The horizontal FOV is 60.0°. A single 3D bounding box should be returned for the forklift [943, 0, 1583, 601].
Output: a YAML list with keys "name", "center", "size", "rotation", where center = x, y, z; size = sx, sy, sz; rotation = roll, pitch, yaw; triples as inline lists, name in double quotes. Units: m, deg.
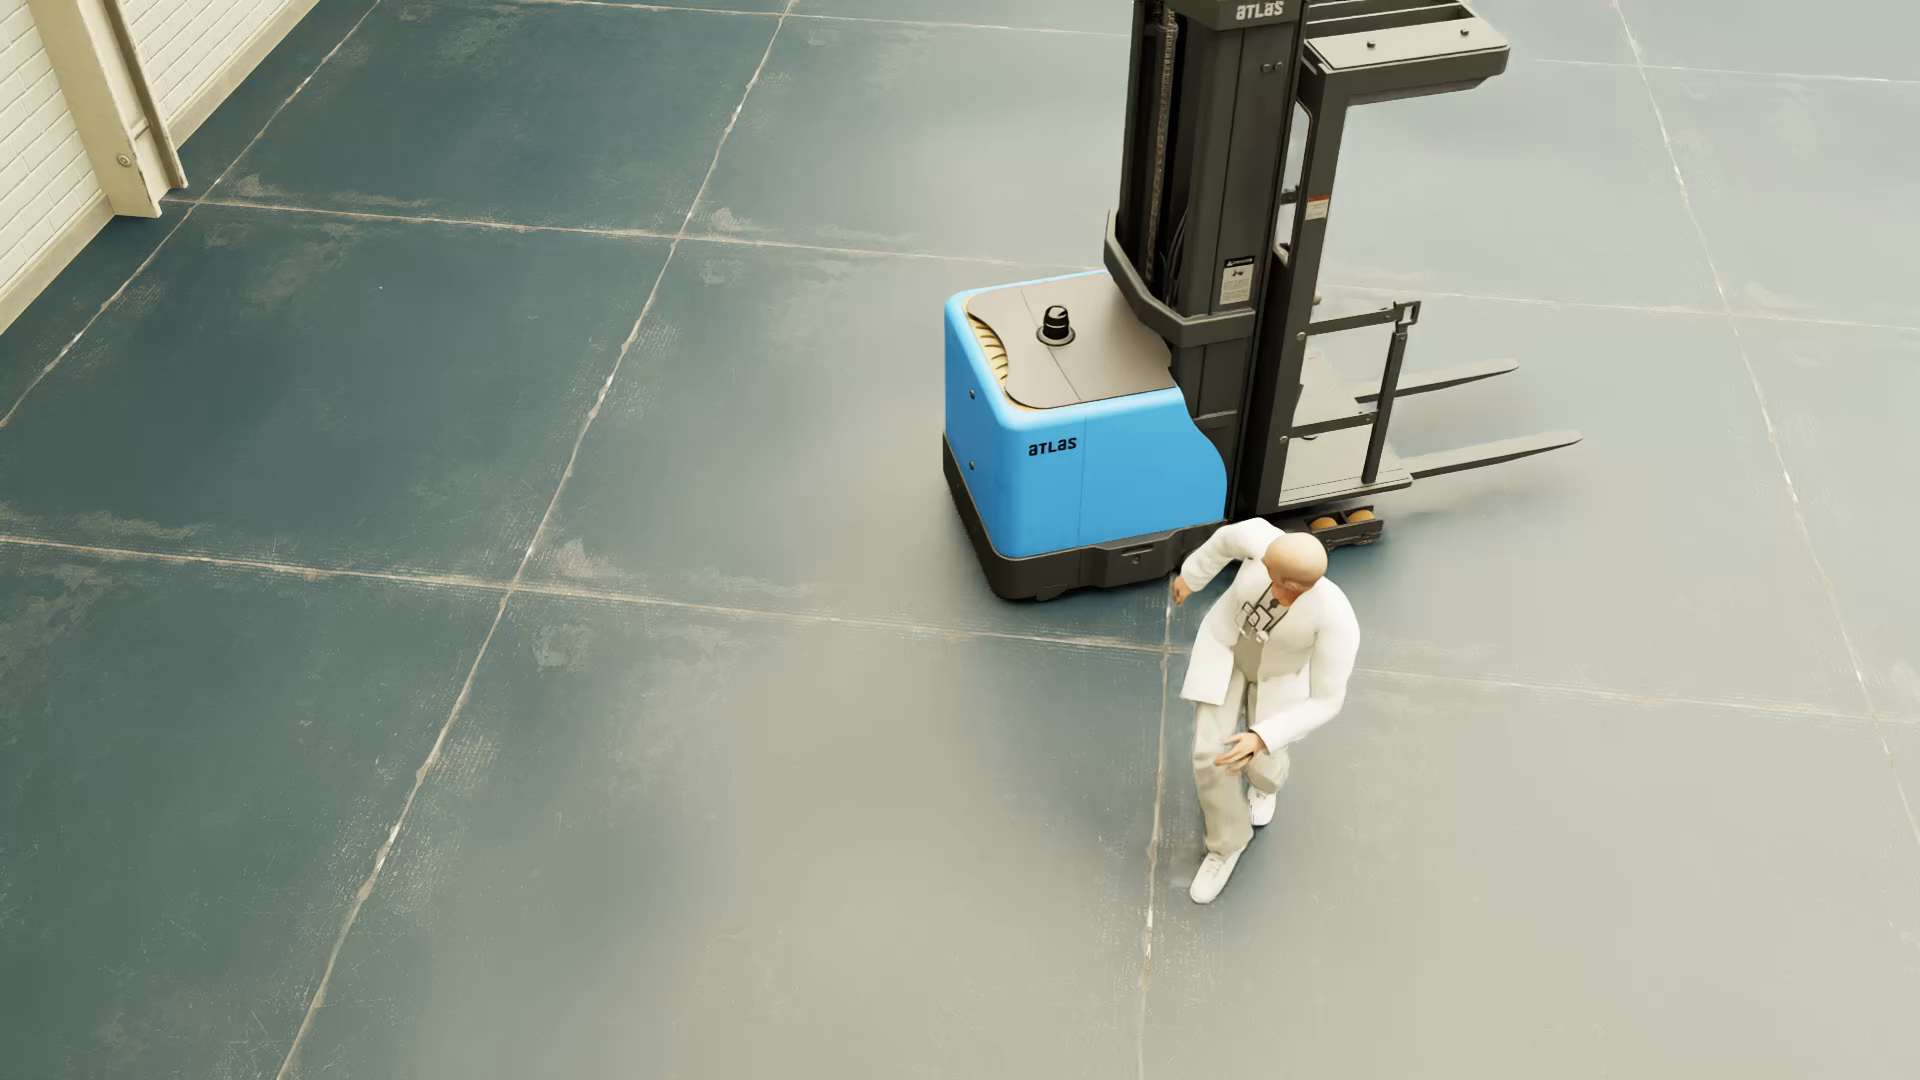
- name: "forklift"
  center: [1.491, -1.358, 7.202]
  size: [3.031, 2.935, 1.130]
  rotation: [-11, 44, -11]

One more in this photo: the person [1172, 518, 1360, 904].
- name: "person"
  center: [1.015, 0.544, 6.137]
  size: [0.804, 1.604, 0.817]
  rotation: [20, 46, 21]
